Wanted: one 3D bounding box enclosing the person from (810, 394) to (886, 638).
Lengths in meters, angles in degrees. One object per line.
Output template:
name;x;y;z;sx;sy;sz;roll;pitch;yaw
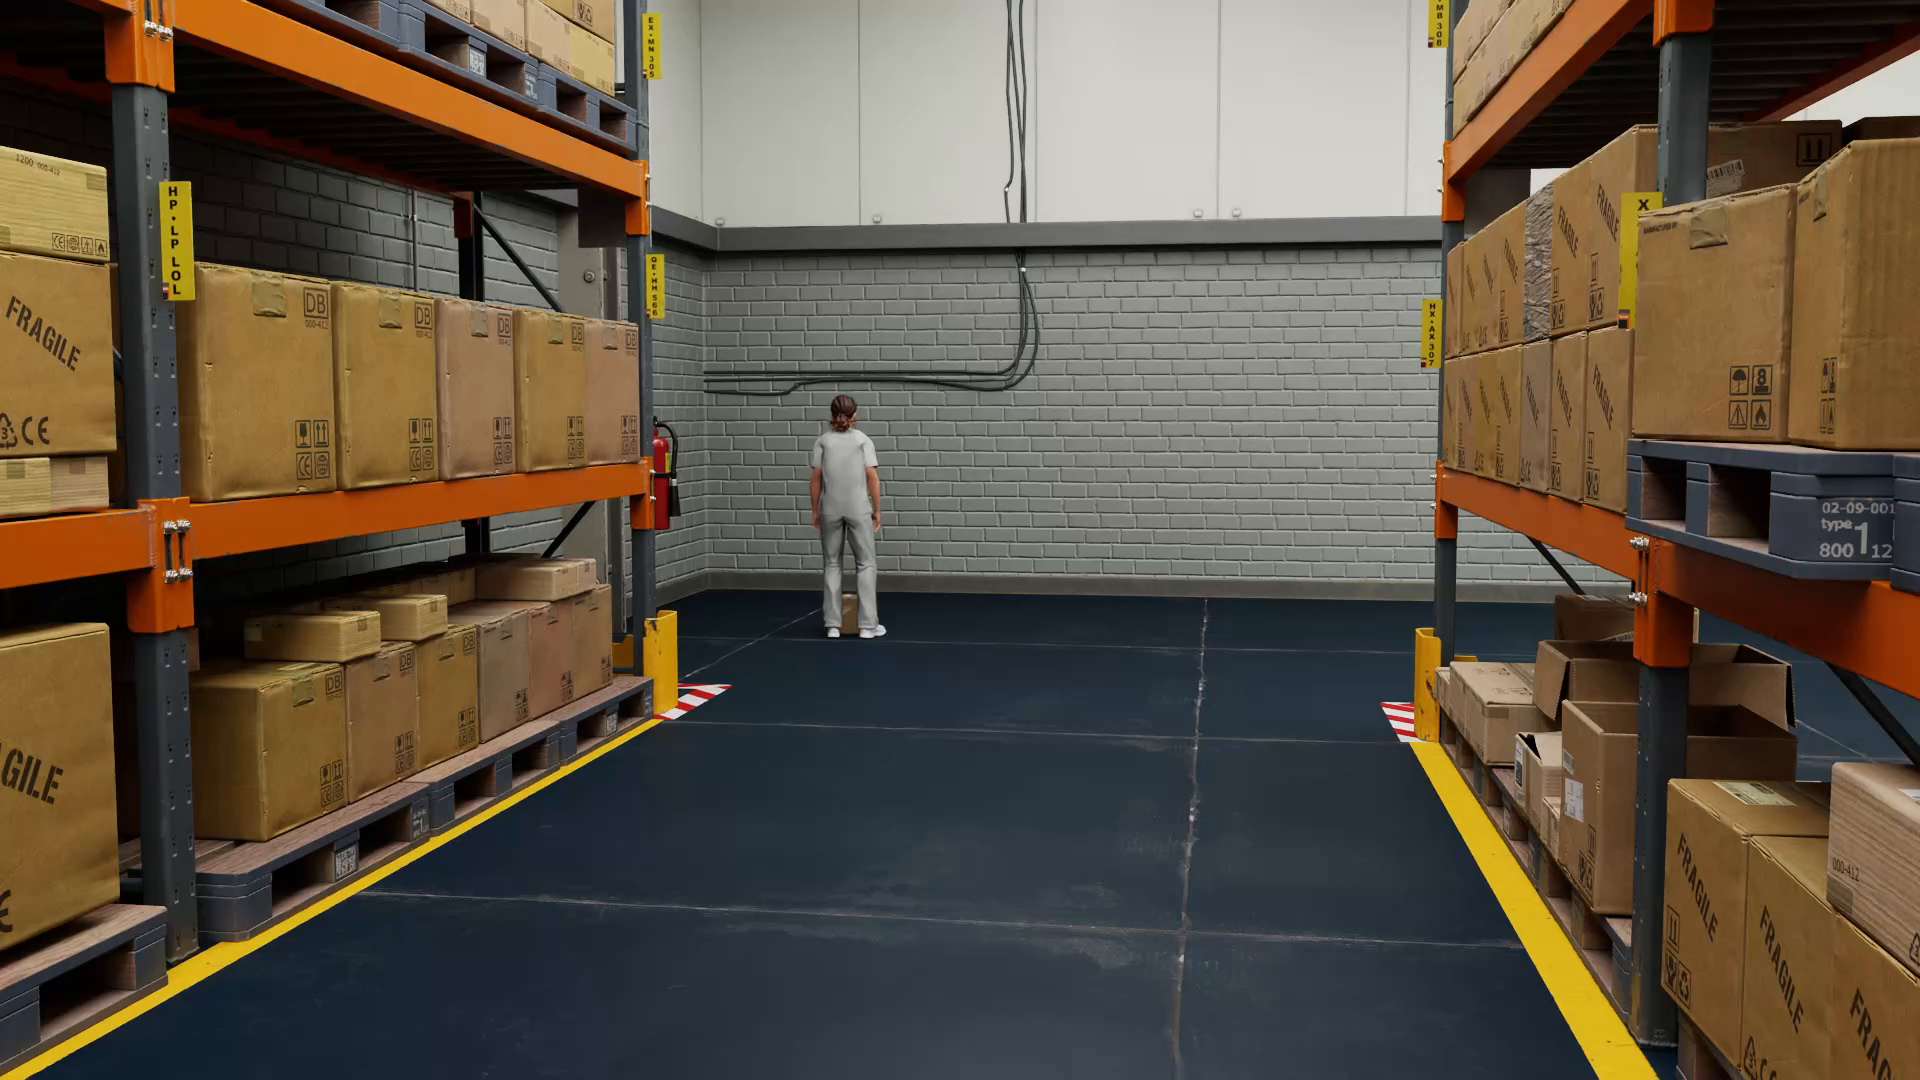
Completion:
person;-0.778;-0.165;11.442;0.500;1.671;0.364;0;5;6
